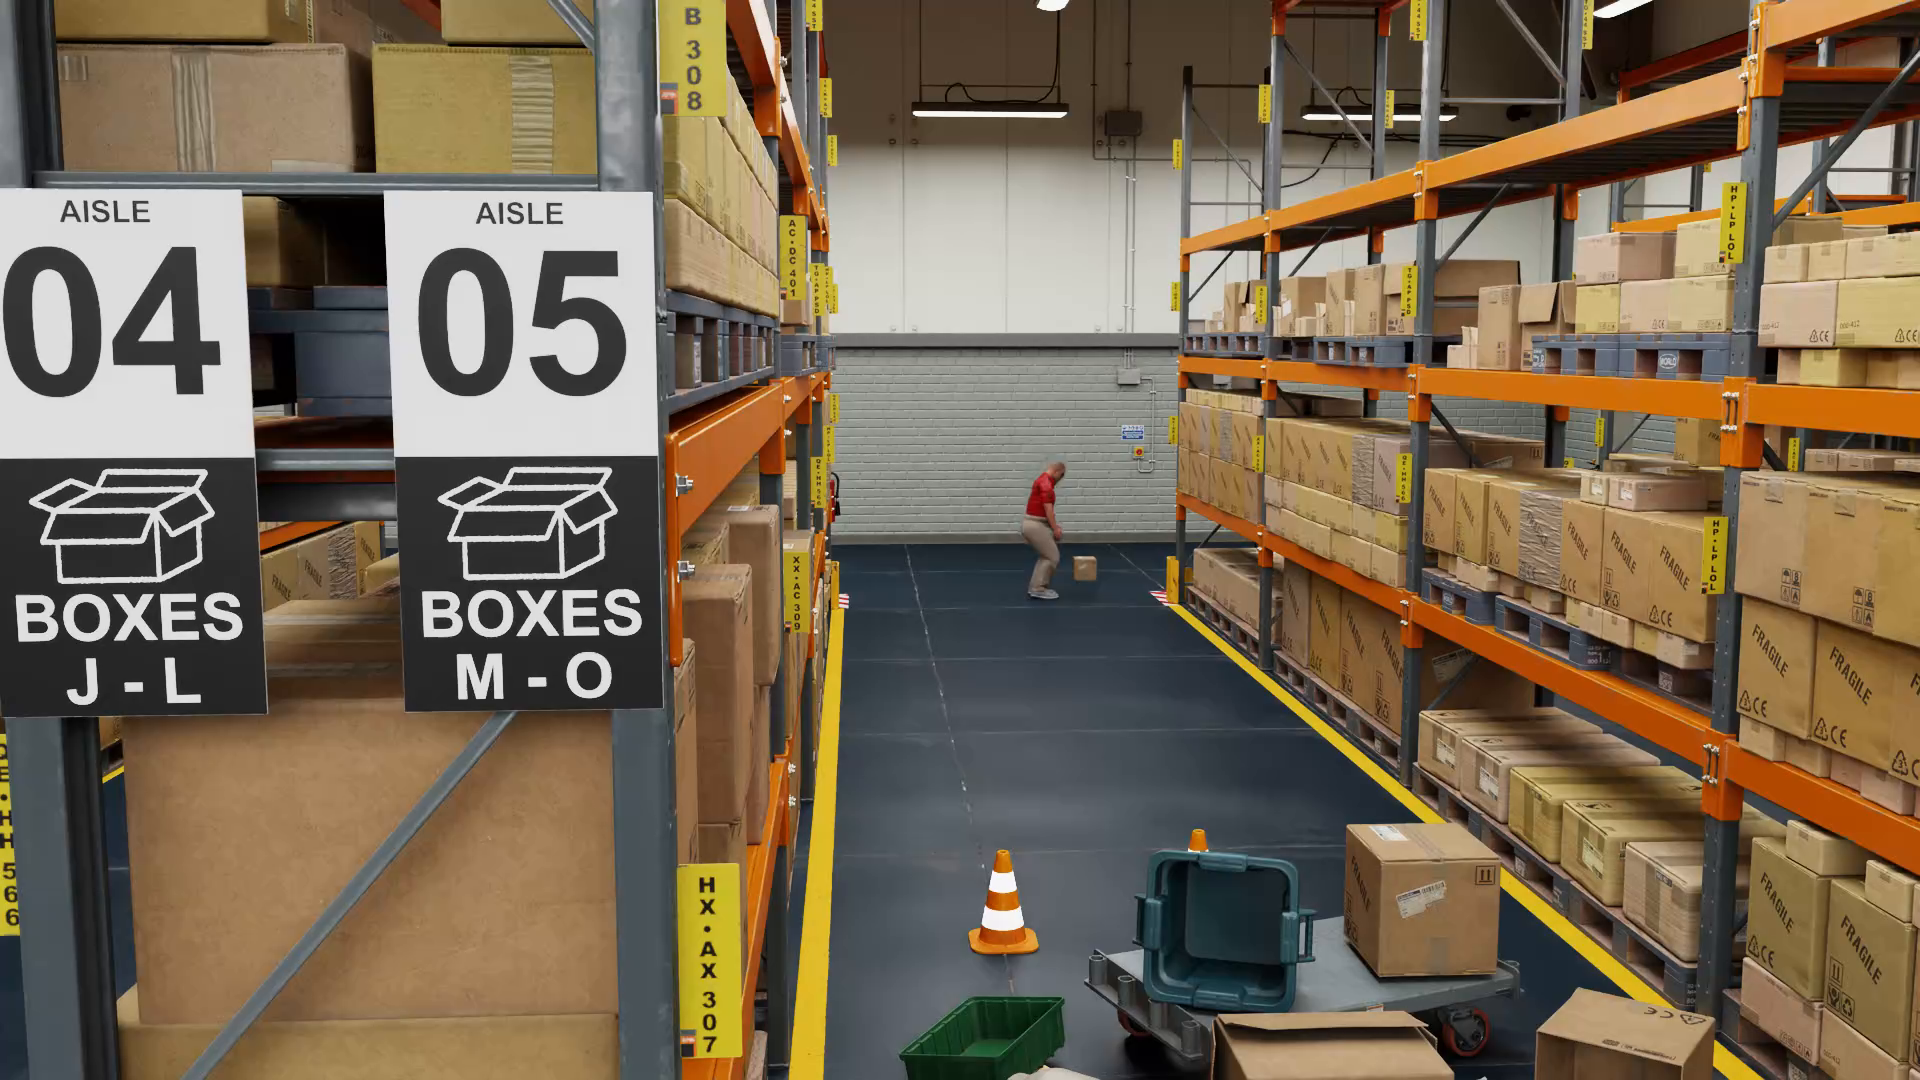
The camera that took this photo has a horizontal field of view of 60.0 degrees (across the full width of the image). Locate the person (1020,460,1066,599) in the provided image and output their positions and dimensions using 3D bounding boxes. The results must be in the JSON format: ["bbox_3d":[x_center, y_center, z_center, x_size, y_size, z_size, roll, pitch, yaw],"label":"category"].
[{"bbox_3d":[0.972,-0.132,19.490,0.526,1.608,0.575,0,7,-3],"label":"person"}]
